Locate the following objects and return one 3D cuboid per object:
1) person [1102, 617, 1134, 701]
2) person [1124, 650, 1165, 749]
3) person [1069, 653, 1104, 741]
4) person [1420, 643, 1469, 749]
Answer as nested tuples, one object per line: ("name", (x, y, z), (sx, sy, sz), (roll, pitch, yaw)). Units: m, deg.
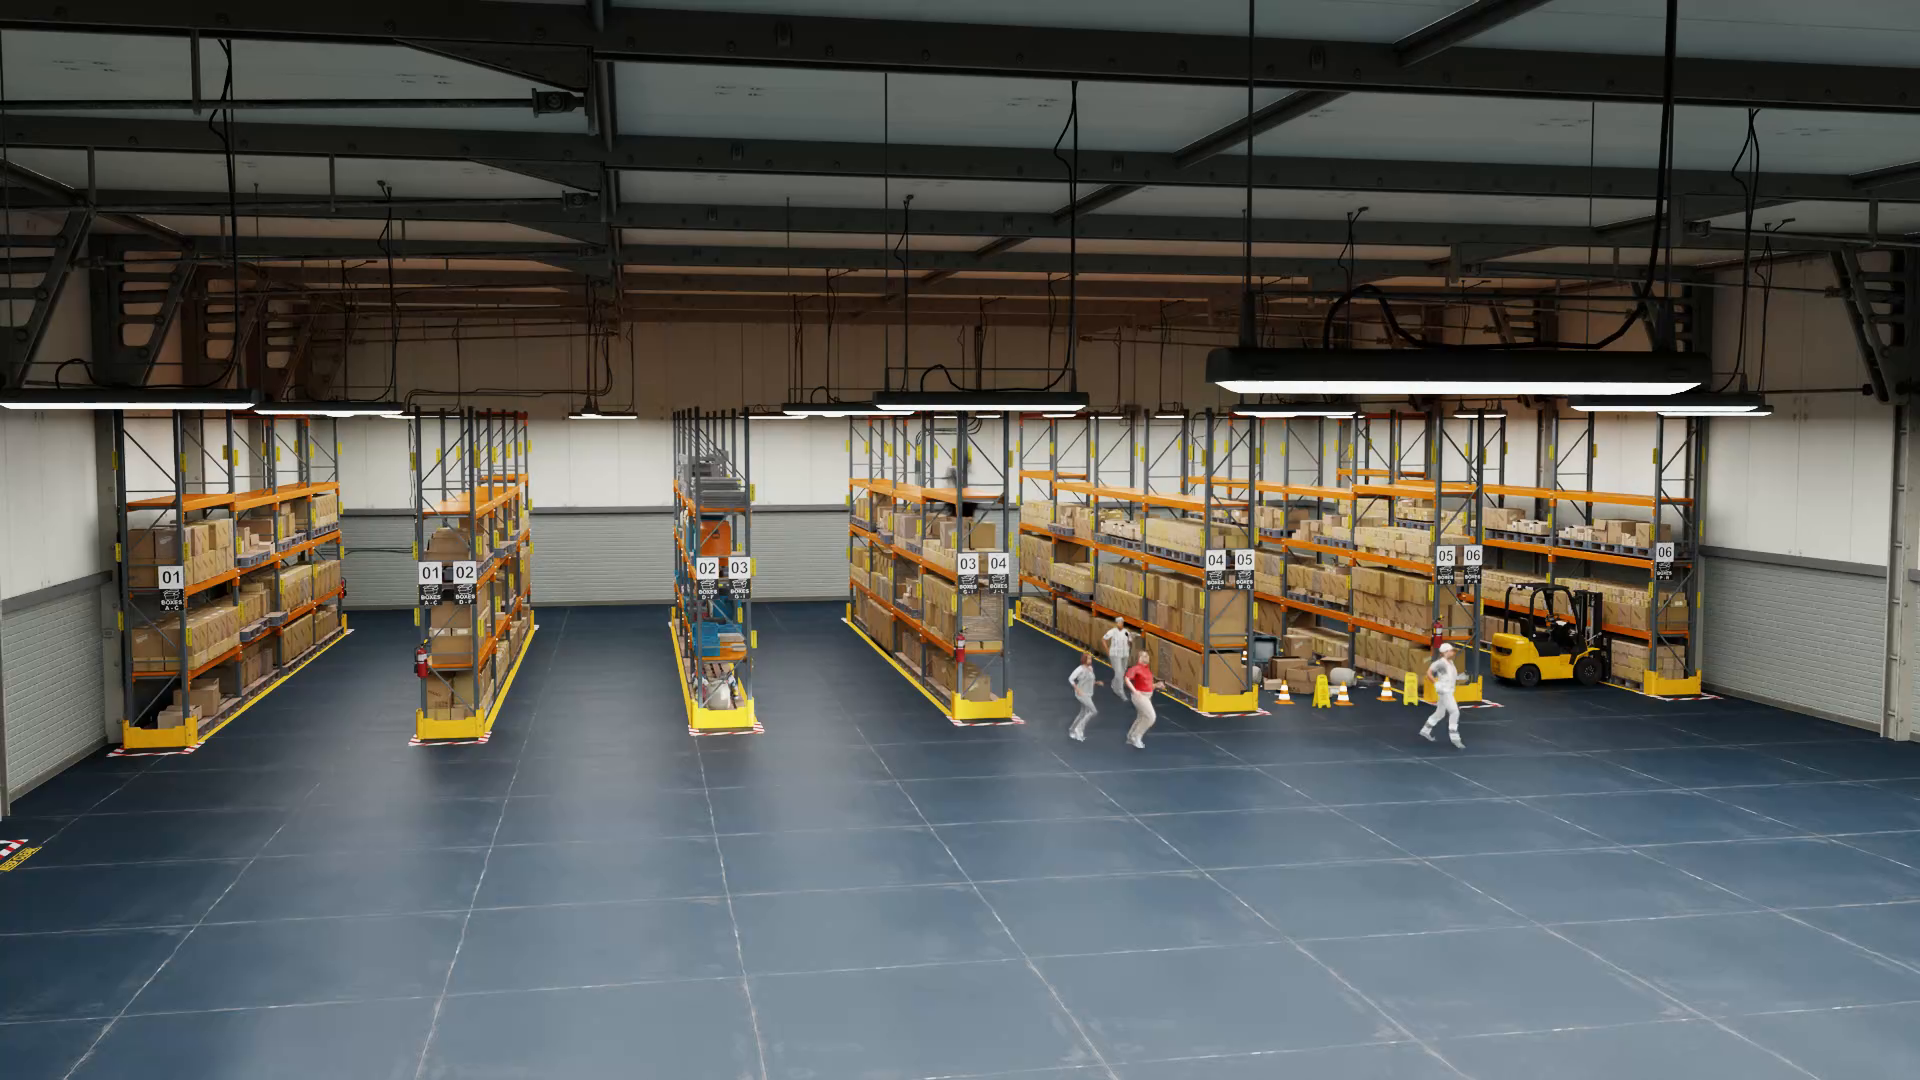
("person", (3.295, 2.426, 34.438), (0.587, 1.678, 0.918), (-2, 4, -25))
("person", (3.236, 2.804, 29.189), (0.689, 1.730, 0.634), (2, 4, 24))
("person", (2.266, 2.808, 29.838), (0.631, 1.578, 0.512), (2, 5, 26))
("person", (8.548, 2.736, 29.364), (0.837, 1.844, 0.638), (2, 5, 28))
